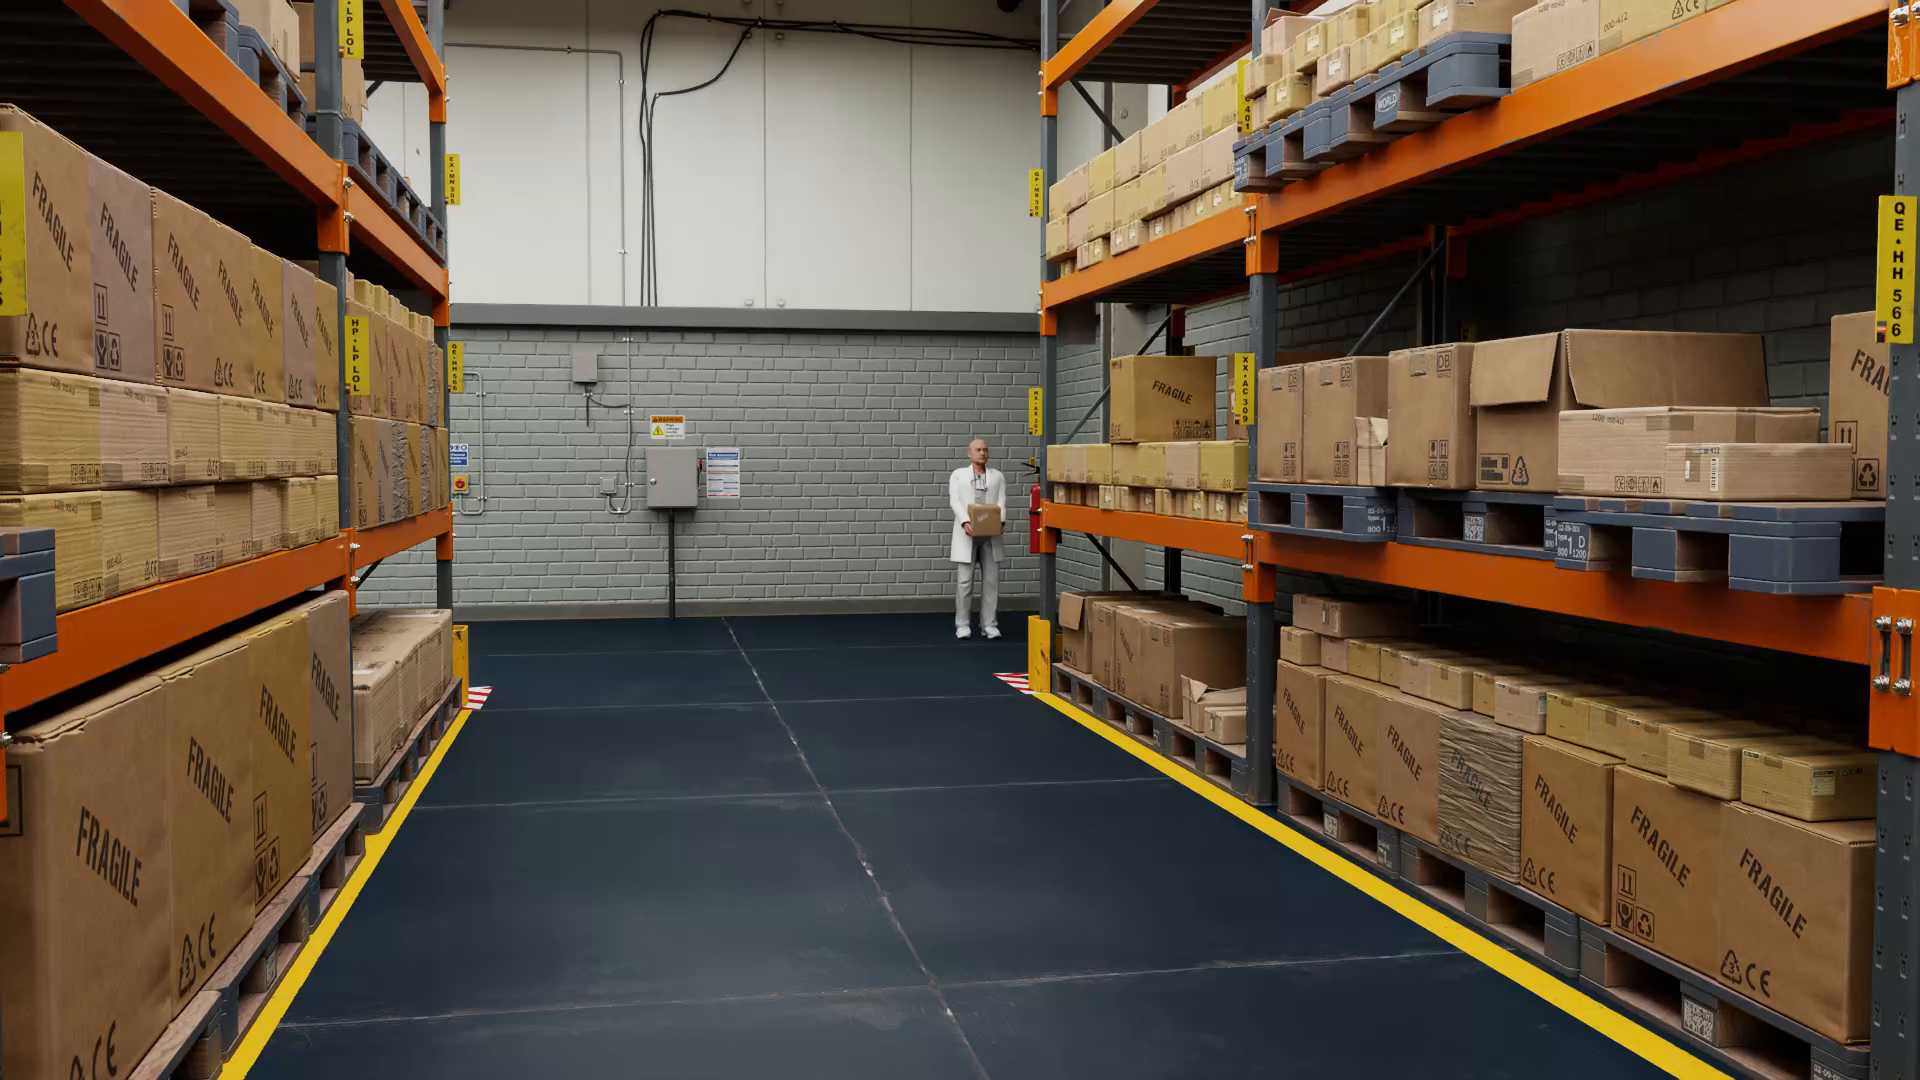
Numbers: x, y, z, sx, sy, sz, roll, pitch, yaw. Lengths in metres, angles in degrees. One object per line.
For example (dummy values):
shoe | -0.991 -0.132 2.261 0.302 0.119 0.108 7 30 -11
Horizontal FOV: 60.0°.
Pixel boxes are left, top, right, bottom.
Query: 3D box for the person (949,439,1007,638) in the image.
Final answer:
person | 0.184 -0.011 14.827 0.532 1.773 0.554 -1 3 -12
